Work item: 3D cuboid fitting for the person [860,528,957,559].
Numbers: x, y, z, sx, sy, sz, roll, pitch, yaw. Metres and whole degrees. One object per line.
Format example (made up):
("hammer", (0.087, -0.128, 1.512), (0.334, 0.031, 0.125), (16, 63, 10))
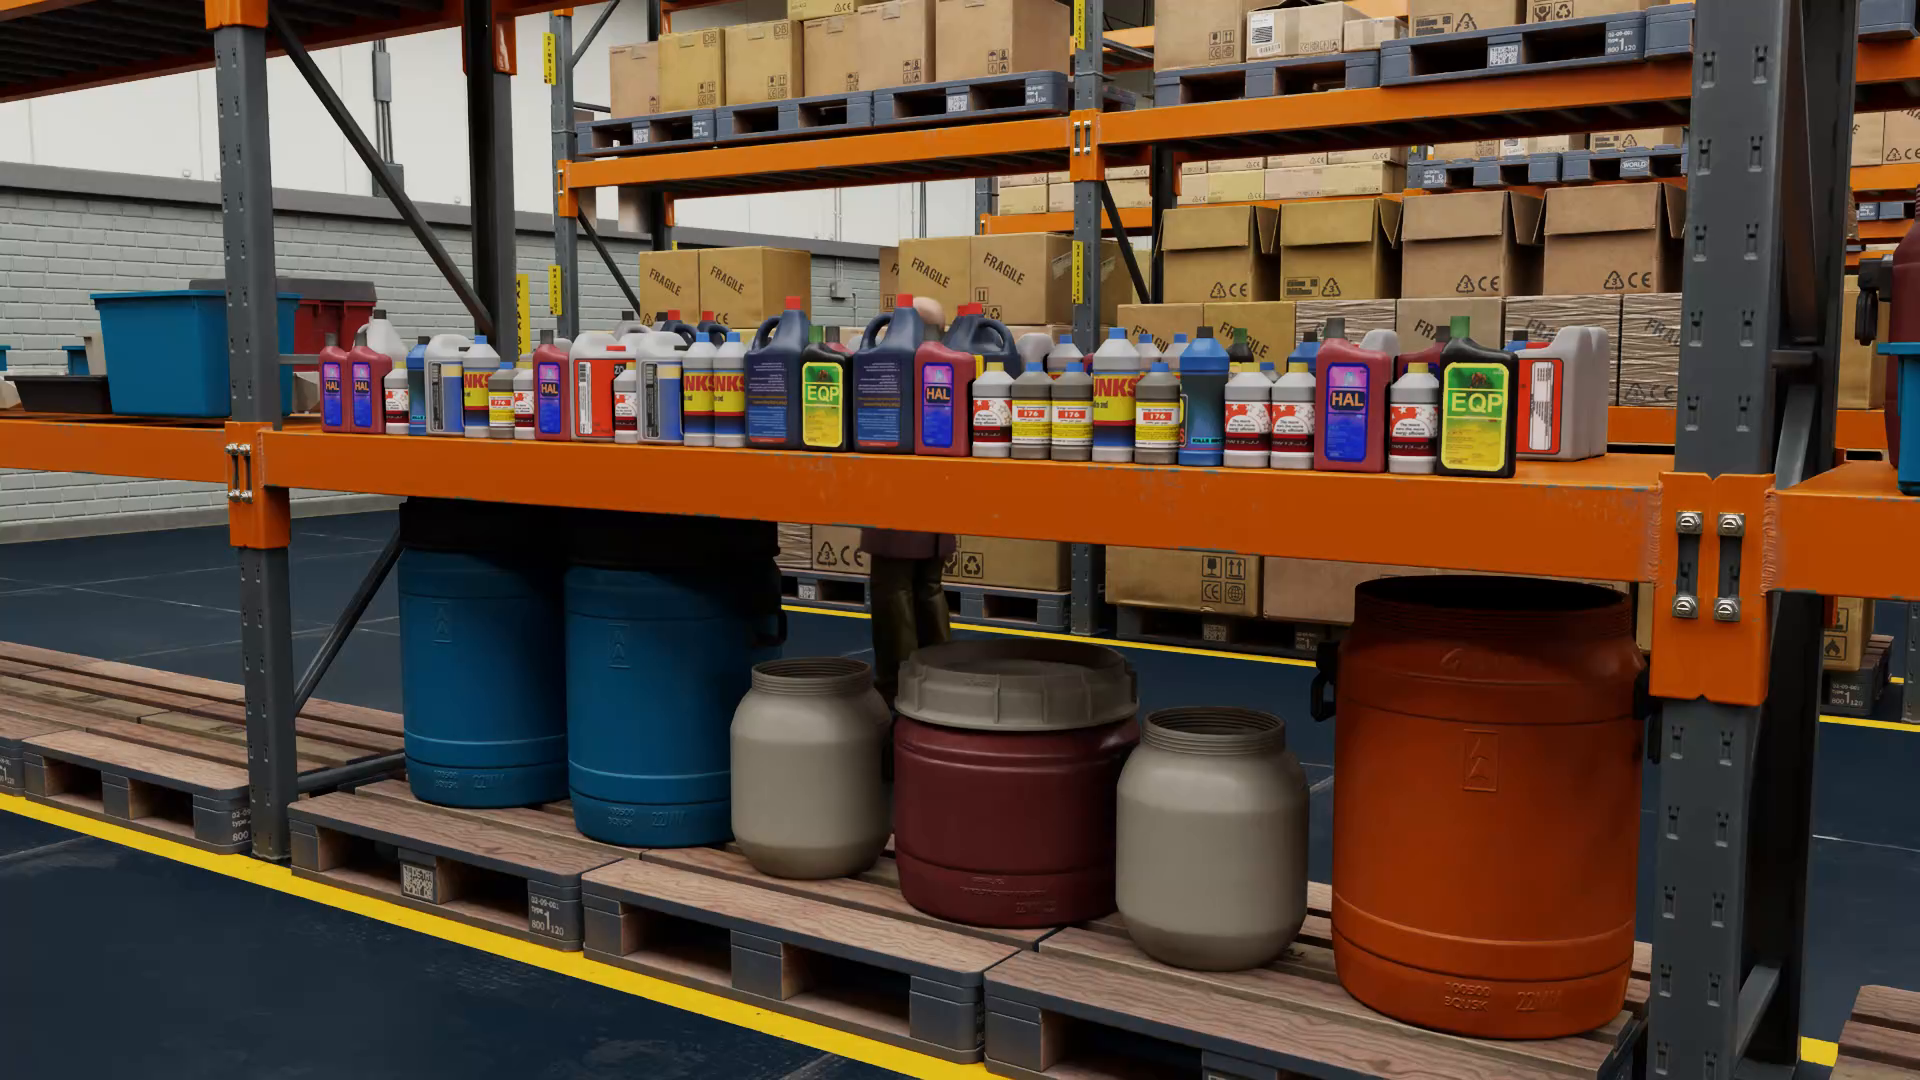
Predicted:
("person", (-0.250, -0.385, 7.220), (0.466, 0.905, 0.533), (4, 7, 33))
